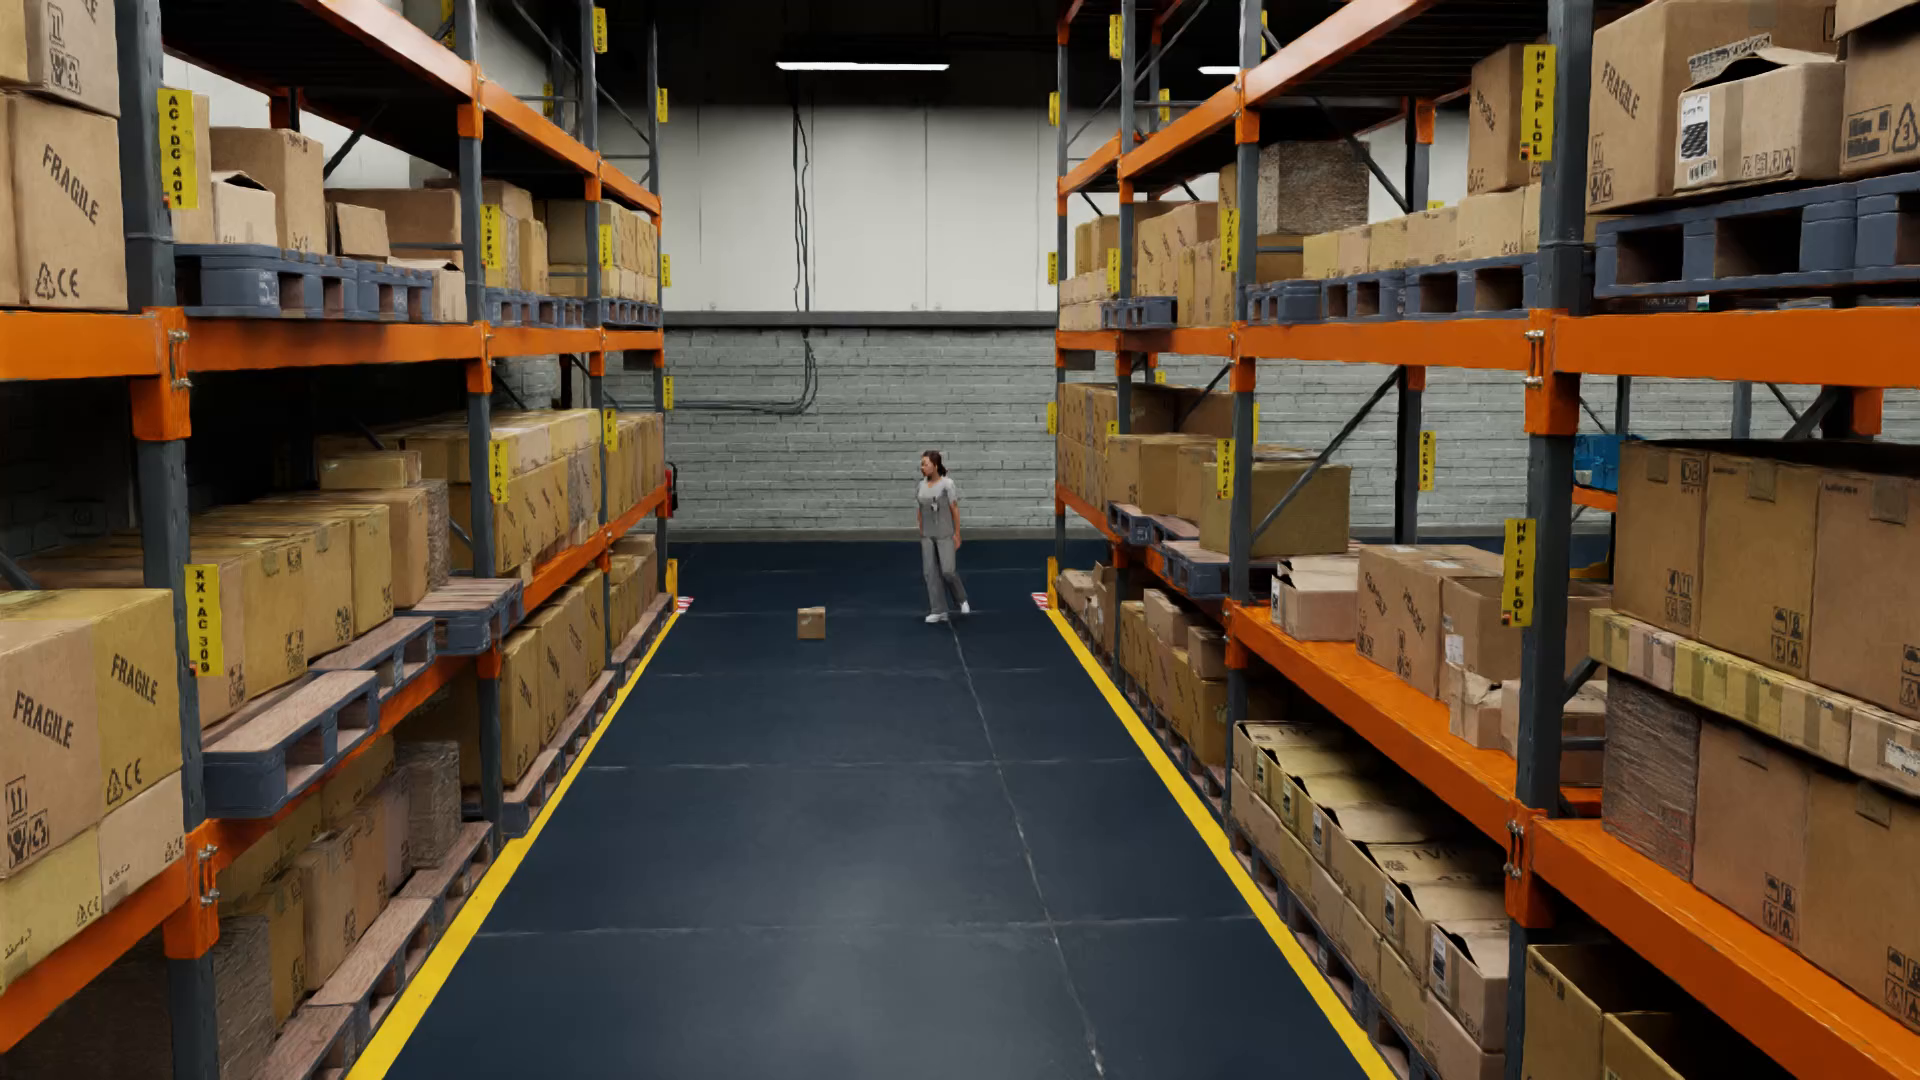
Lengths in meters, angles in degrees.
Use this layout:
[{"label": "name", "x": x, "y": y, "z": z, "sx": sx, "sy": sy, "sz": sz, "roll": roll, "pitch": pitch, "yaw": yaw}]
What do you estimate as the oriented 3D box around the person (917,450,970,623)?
[{"label": "person", "x": -0.162, "y": -0.043, "z": 16.121, "sx": 0.506, "sy": 1.663, "sz": 0.526, "roll": 4, "pitch": 8, "yaw": 31}]
